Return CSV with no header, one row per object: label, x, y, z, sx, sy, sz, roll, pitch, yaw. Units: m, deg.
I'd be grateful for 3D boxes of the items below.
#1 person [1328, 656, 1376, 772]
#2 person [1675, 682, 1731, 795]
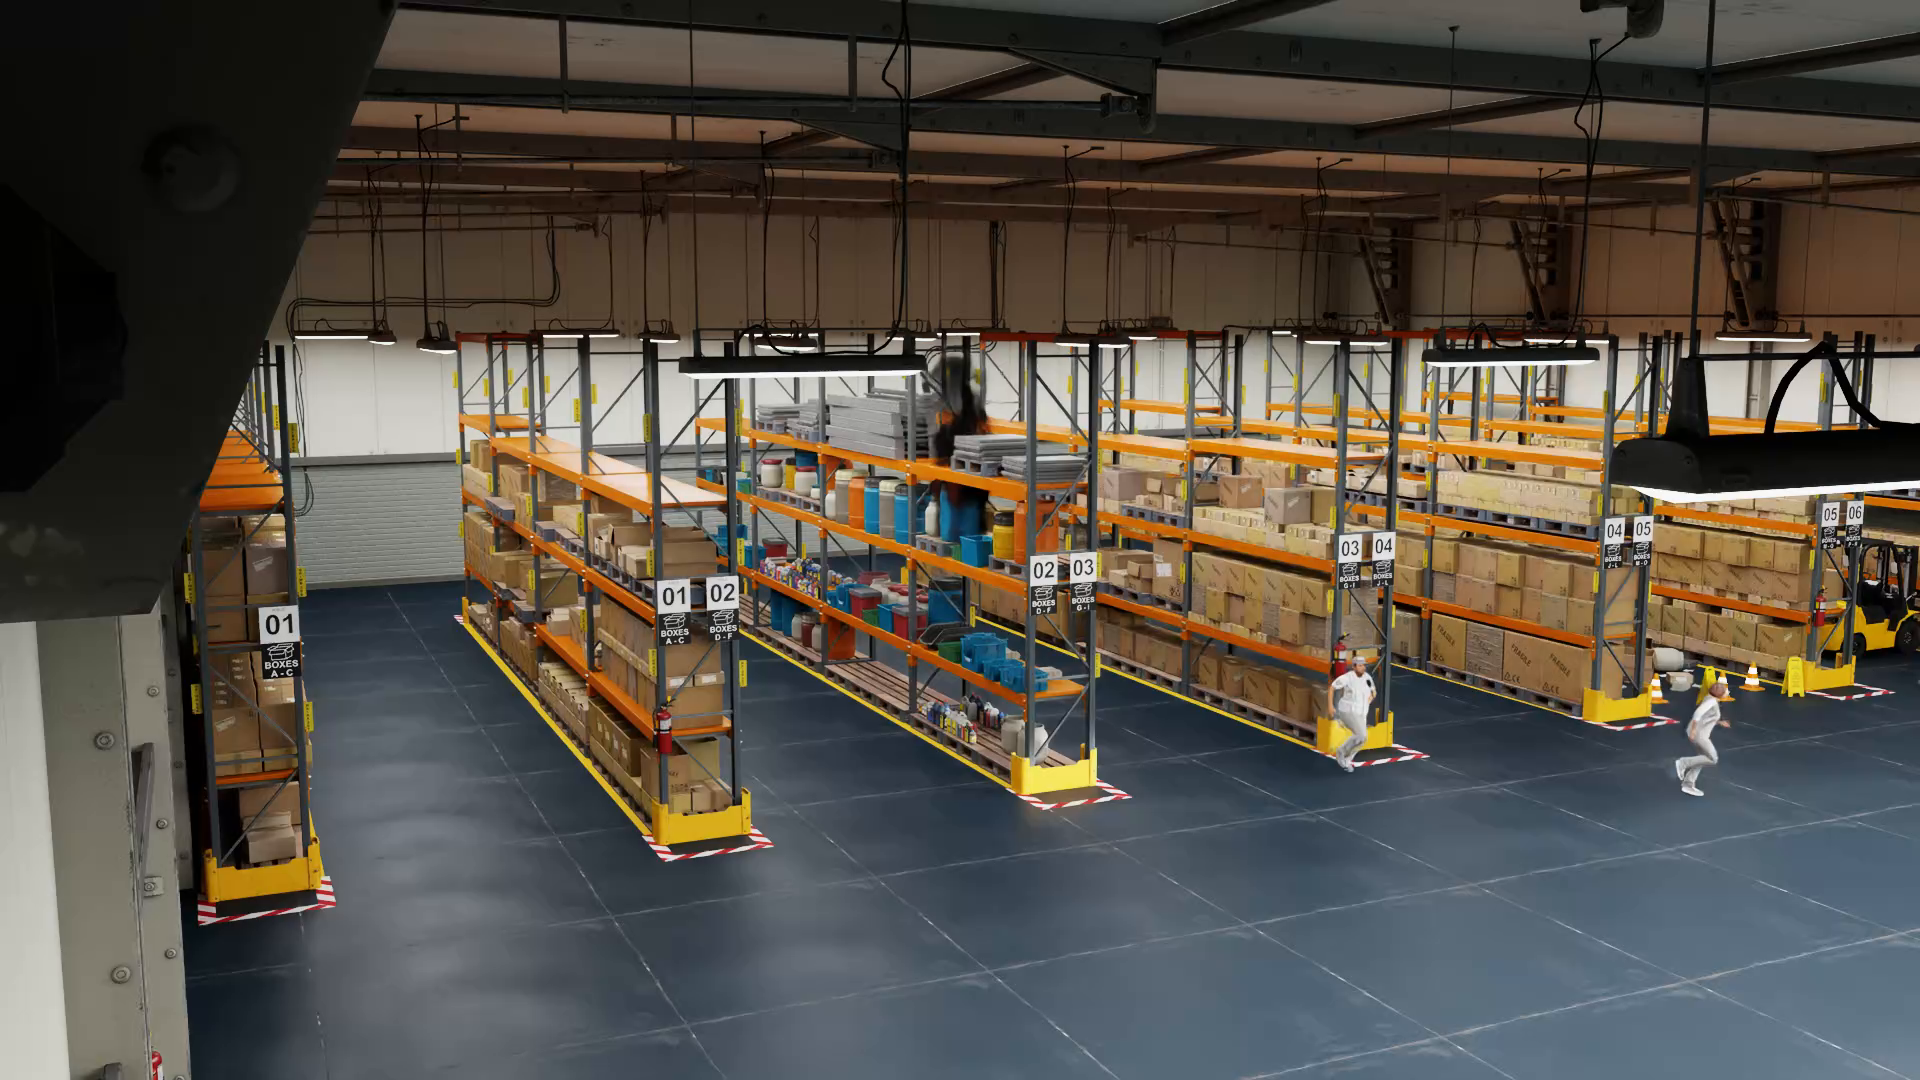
person,5.518,2.427,23.208,0.692,1.627,0.581,-6,10,-37
person,9.887,2.645,22.051,0.614,1.501,0.527,2,8,12
